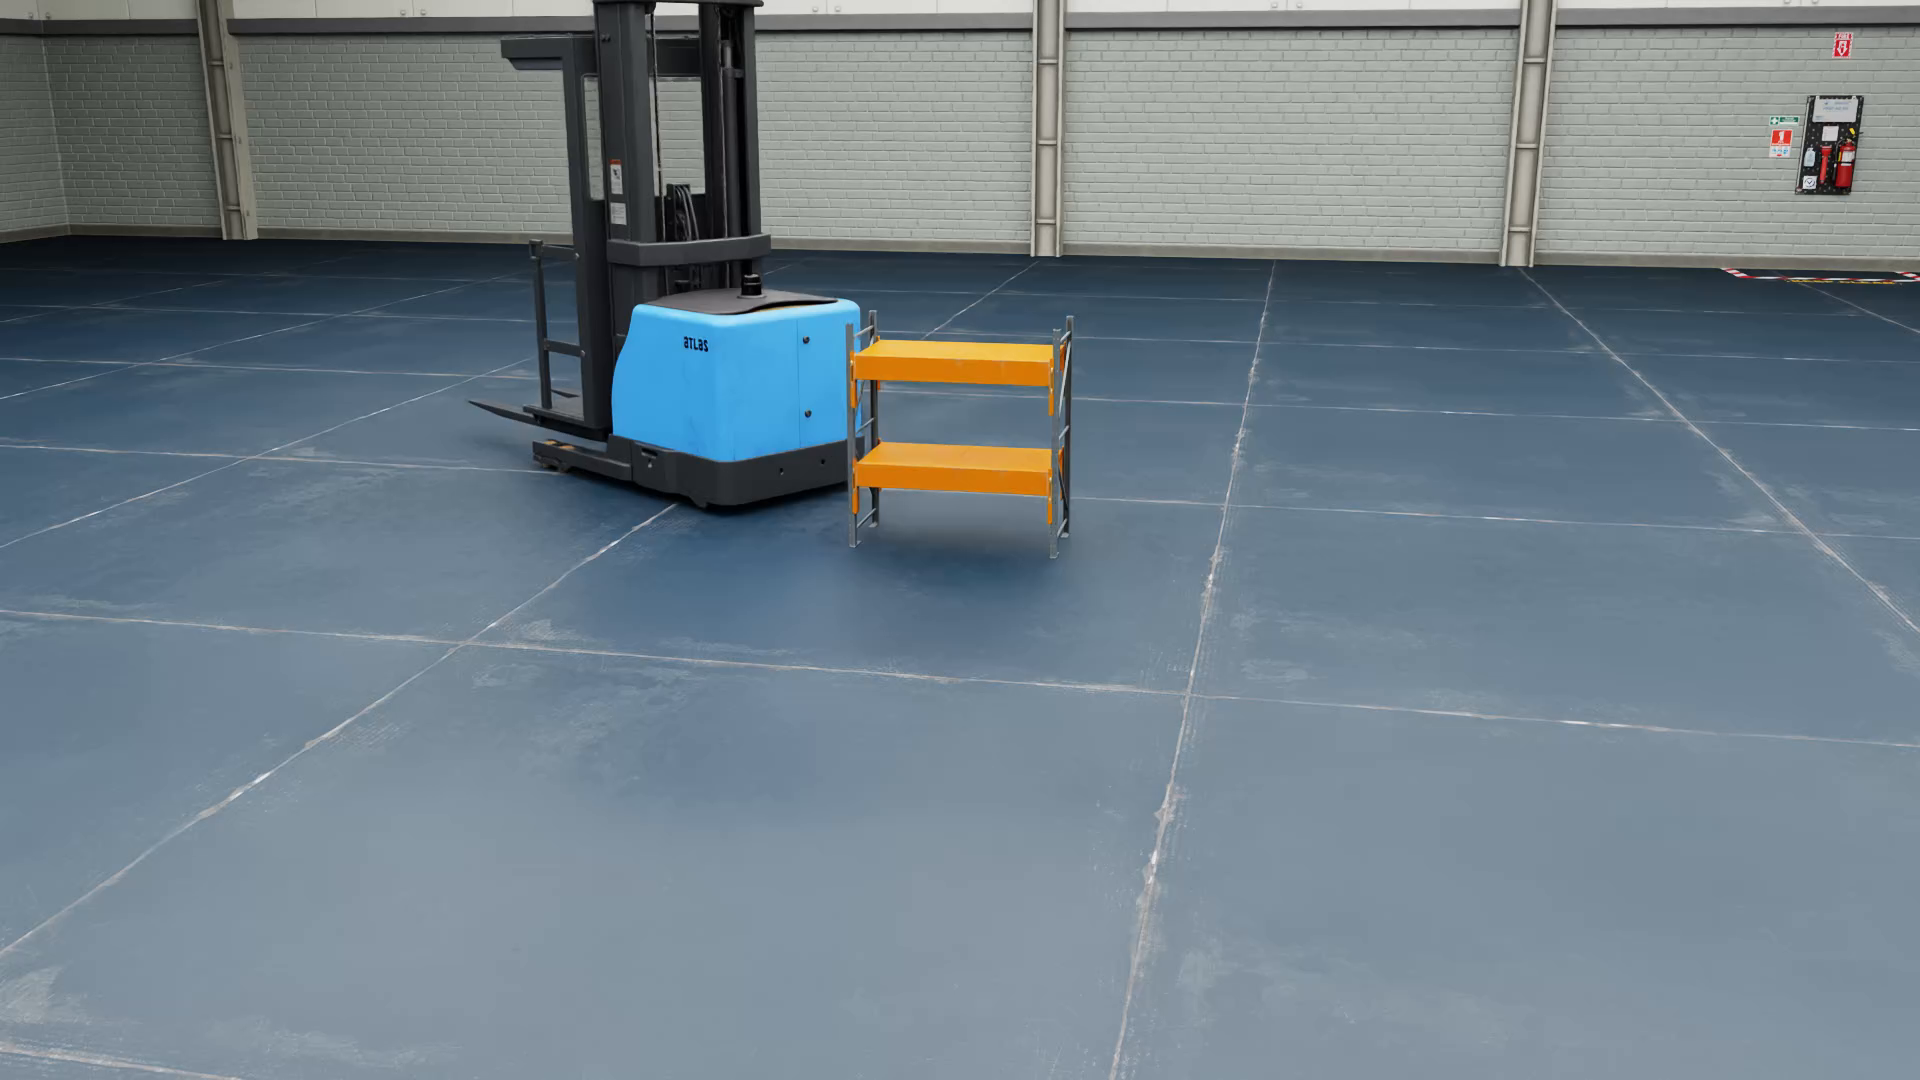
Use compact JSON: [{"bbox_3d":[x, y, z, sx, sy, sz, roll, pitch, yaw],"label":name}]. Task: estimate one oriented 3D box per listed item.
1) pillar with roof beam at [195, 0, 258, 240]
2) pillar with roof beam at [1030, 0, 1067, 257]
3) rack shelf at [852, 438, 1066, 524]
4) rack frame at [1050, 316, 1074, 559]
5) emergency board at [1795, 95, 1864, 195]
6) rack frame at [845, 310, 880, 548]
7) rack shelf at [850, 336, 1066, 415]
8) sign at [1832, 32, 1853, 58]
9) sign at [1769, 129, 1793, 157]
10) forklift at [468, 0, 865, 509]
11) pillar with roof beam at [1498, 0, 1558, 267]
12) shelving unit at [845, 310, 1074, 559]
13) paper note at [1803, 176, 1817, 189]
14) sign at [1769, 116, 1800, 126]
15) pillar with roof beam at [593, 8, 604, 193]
[{"bbox_3d":[-11.459,-7.651,19.254,0.400,9.000,9.100,3,16,11],"label":"pillar with roof beam"},{"bbox_3d":[0.300,-7.012,16.949,0.400,9.000,9.100,3,16,11],"label":"pillar with roof beam"},{"bbox_3d":[0.007,-0.306,8.406,1.000,0.278,0.538,3,16,11],"label":"rack shelf"},{"bbox_3d":[0.505,-0.515,8.243,0.032,1.125,0.500,3,16,11],"label":"rack frame"},{"bbox_3d":[10.503,-4.750,20.022,0.643,1.169,0.194,3,16,11],"label":"emergency board"},{"bbox_3d":[-0.492,-0.569,8.438,0.032,1.125,0.500,3,16,11],"label":"rack frame"},{"bbox_3d":[0.007,-0.824,8.262,1.000,0.278,0.538,3,16,11],"label":"rack shelf"},{"bbox_3d":[10.515,-5.894,19.808,0.199,0.298,0.001,3,16,11],"label":"sign"},{"bbox_3d":[9.982,-4.824,20.221,0.234,0.329,0.001,3,16,11],"label":"sign"},{"bbox_3d":[-1.944,-1.899,9.856,3.031,2.935,1.130,15,21,43],"label":"forklift"},{"bbox_3d":[6.180,-6.693,15.797,0.400,9.000,9.100,3,16,11],"label":"pillar with roof beam"},{"bbox_3d":[0.007,-0.542,8.341,1.048,1.125,0.538,3,16,11],"label":"shelving unit"},{"bbox_3d":[10.343,-4.353,20.239,0.142,0.148,0.016,3,16,11],"label":"paper note"},{"bbox_3d":[9.985,-5.077,20.141,0.331,0.109,0.001,3,16,11],"label":"sign"},{"bbox_3d":[-5.580,-7.331,18.102,0.400,9.000,9.100,3,16,11],"label":"pillar with roof beam"}]
